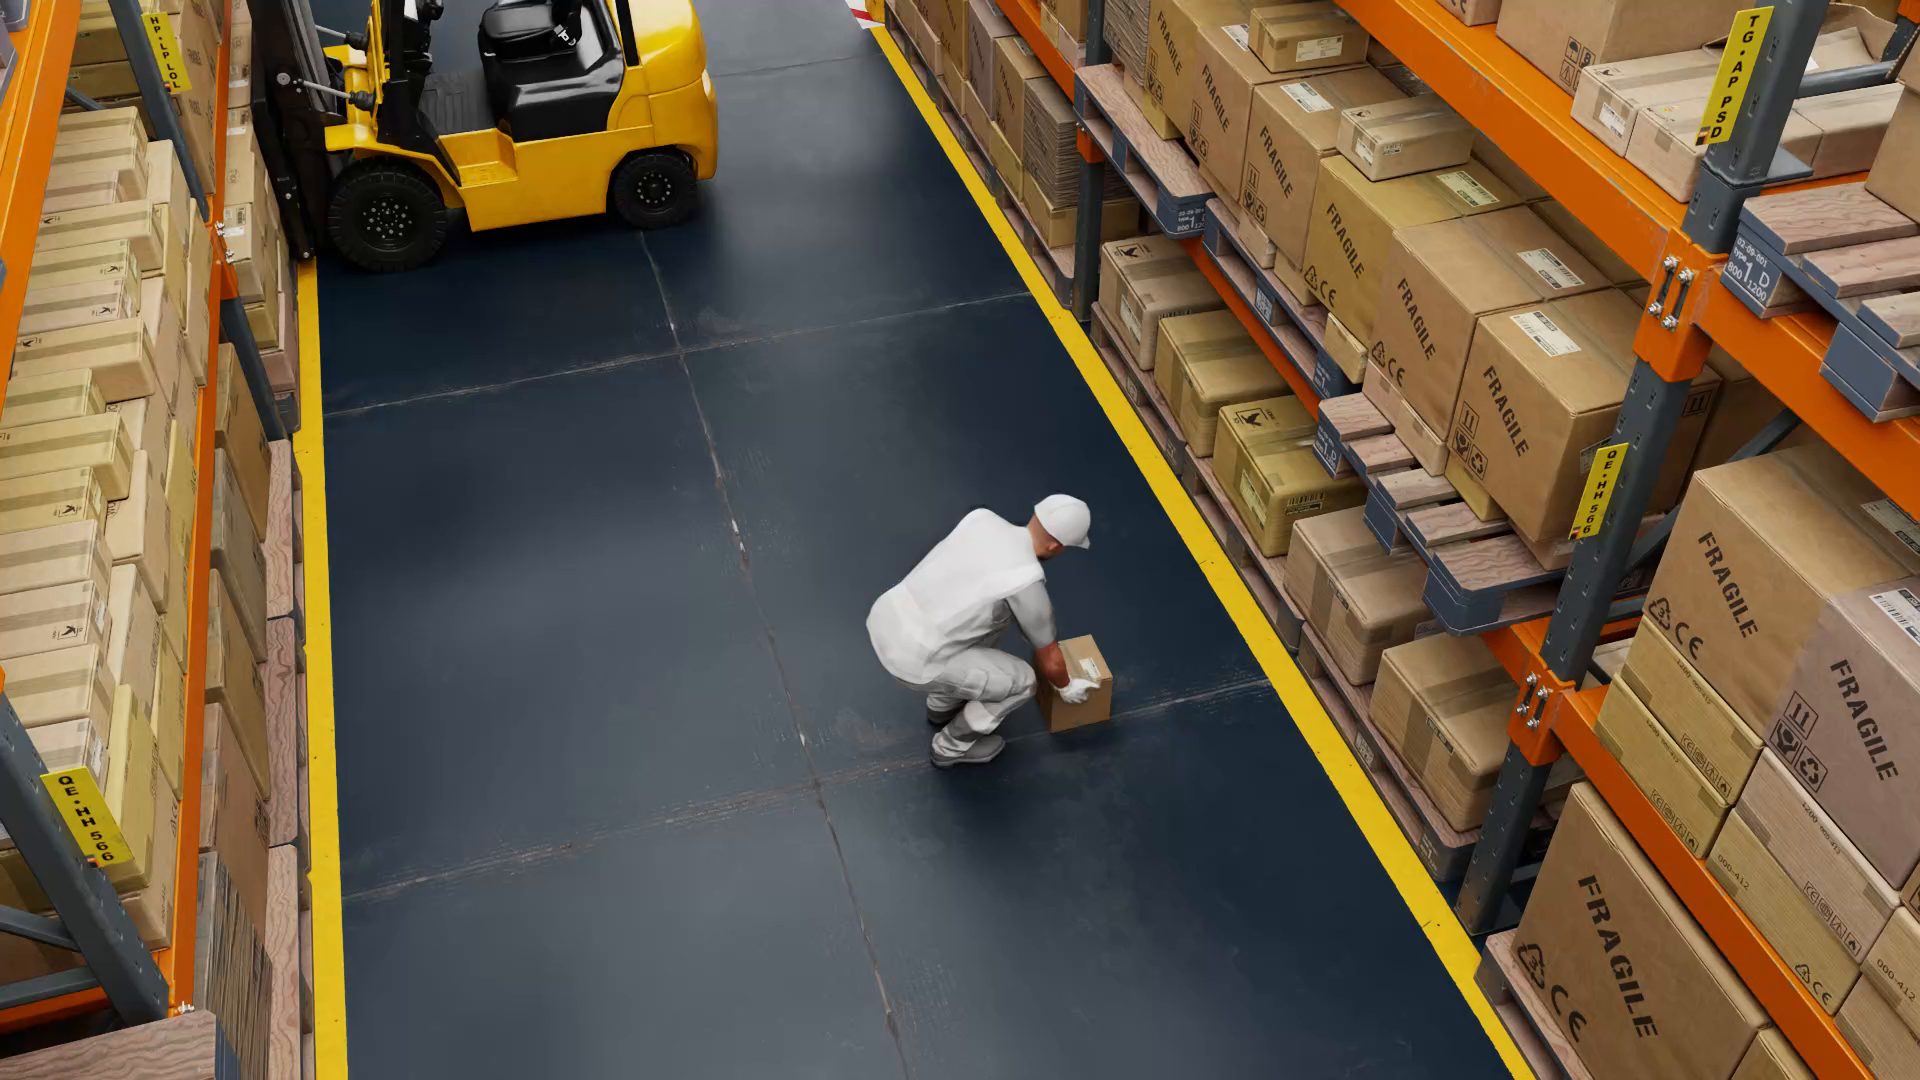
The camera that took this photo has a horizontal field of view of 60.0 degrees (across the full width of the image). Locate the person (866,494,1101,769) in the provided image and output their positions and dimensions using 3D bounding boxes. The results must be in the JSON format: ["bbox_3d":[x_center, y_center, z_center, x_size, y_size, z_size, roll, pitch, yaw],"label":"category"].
[{"bbox_3d":[0.076,0.326,6.323,0.870,1.065,0.577,-12,43,-13],"label":"person"}]
